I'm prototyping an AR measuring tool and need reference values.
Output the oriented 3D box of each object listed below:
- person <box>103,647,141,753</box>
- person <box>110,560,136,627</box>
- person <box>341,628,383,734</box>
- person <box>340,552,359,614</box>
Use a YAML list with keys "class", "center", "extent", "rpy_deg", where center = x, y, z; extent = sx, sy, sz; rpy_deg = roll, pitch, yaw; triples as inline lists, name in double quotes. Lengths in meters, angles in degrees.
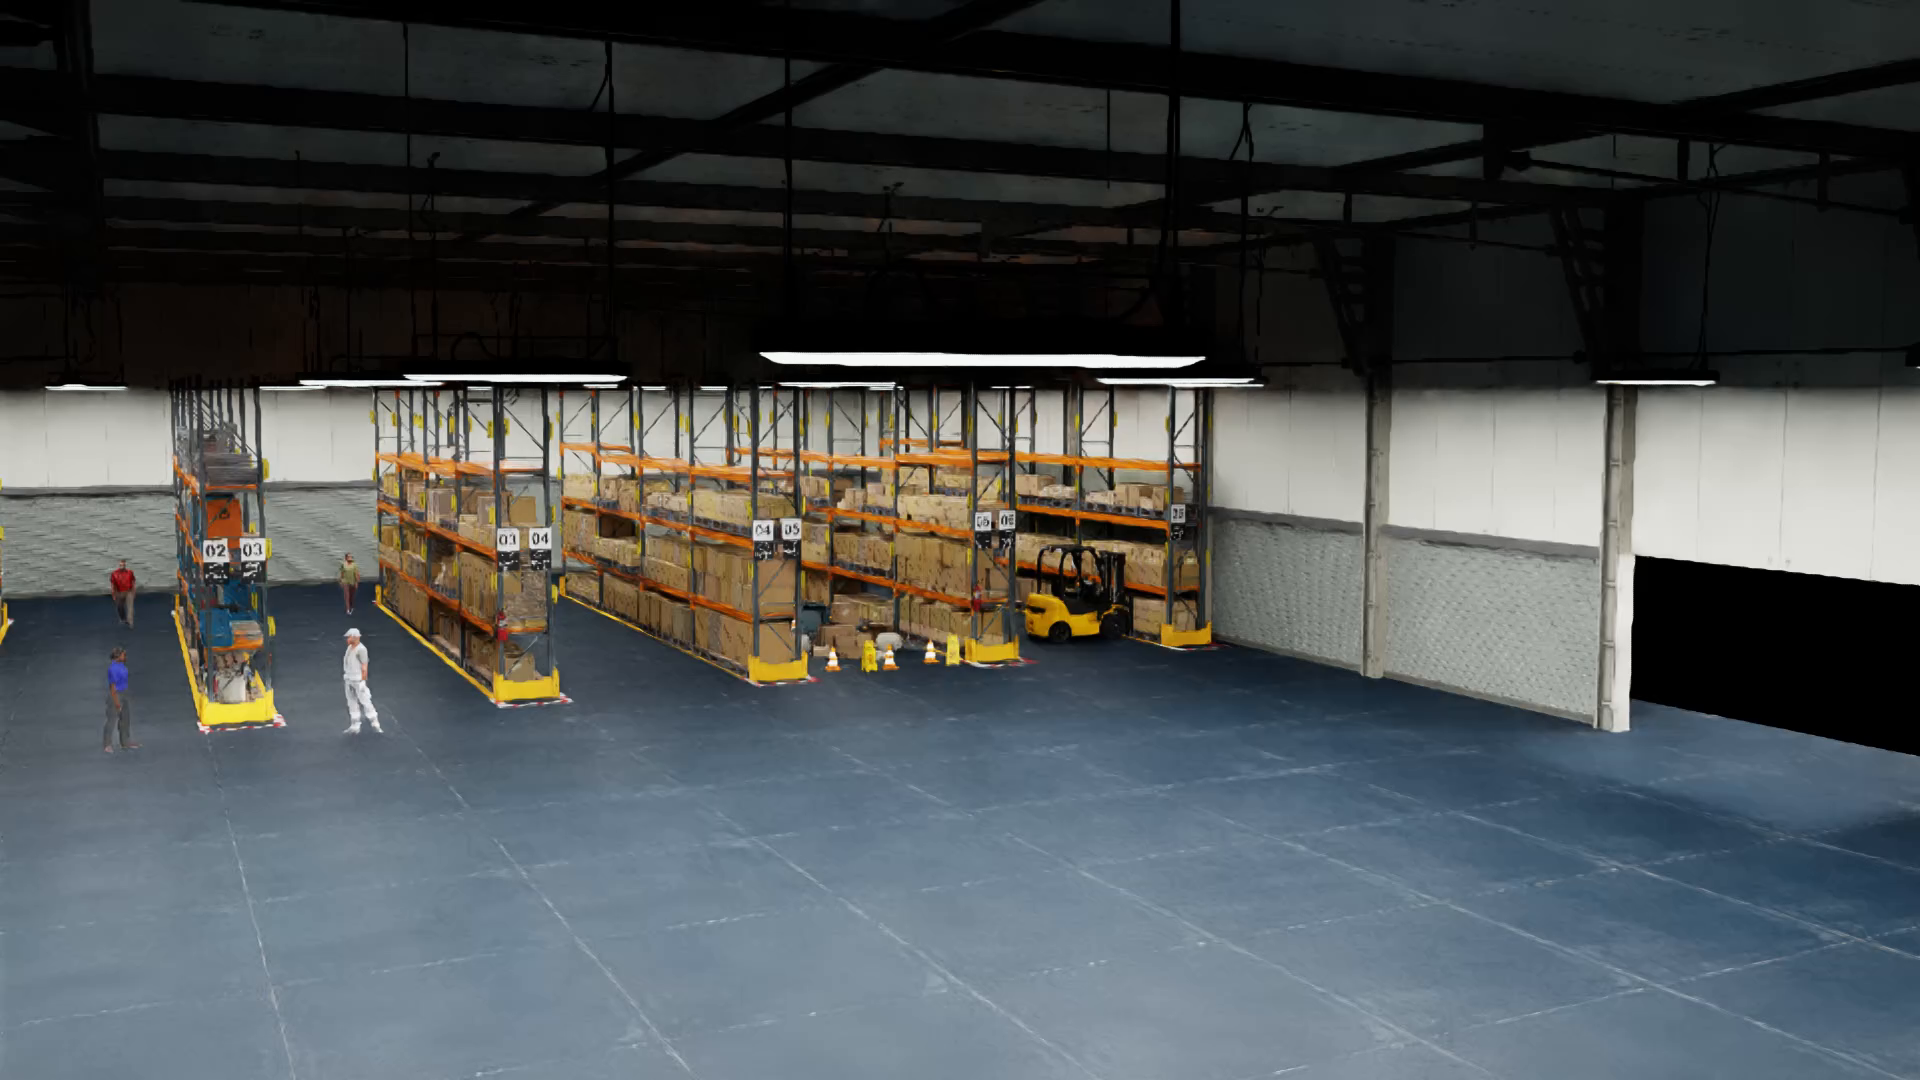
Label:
- class: "person"
  center: [-13.422, 2.533, 26.509]
  extent: [0.451, 1.662, 0.579]
  rpy_deg: [0, 5, -5]
- class: "person"
  center: [-20.359, 1.289, 40.456]
  extent: [0.542, 1.645, 1.126]
  rpy_deg: [-2, 6, -24]
- class: "person"
  center: [-10.055, 2.363, 27.893]
  extent: [0.732, 1.787, 0.477]
  rpy_deg: [3, 6, 33]
- class: "person"
  center: [-15.763, 1.091, 42.994]
  extent: [0.446, 1.591, 1.110]
  rpy_deg: [-3, 6, -29]
